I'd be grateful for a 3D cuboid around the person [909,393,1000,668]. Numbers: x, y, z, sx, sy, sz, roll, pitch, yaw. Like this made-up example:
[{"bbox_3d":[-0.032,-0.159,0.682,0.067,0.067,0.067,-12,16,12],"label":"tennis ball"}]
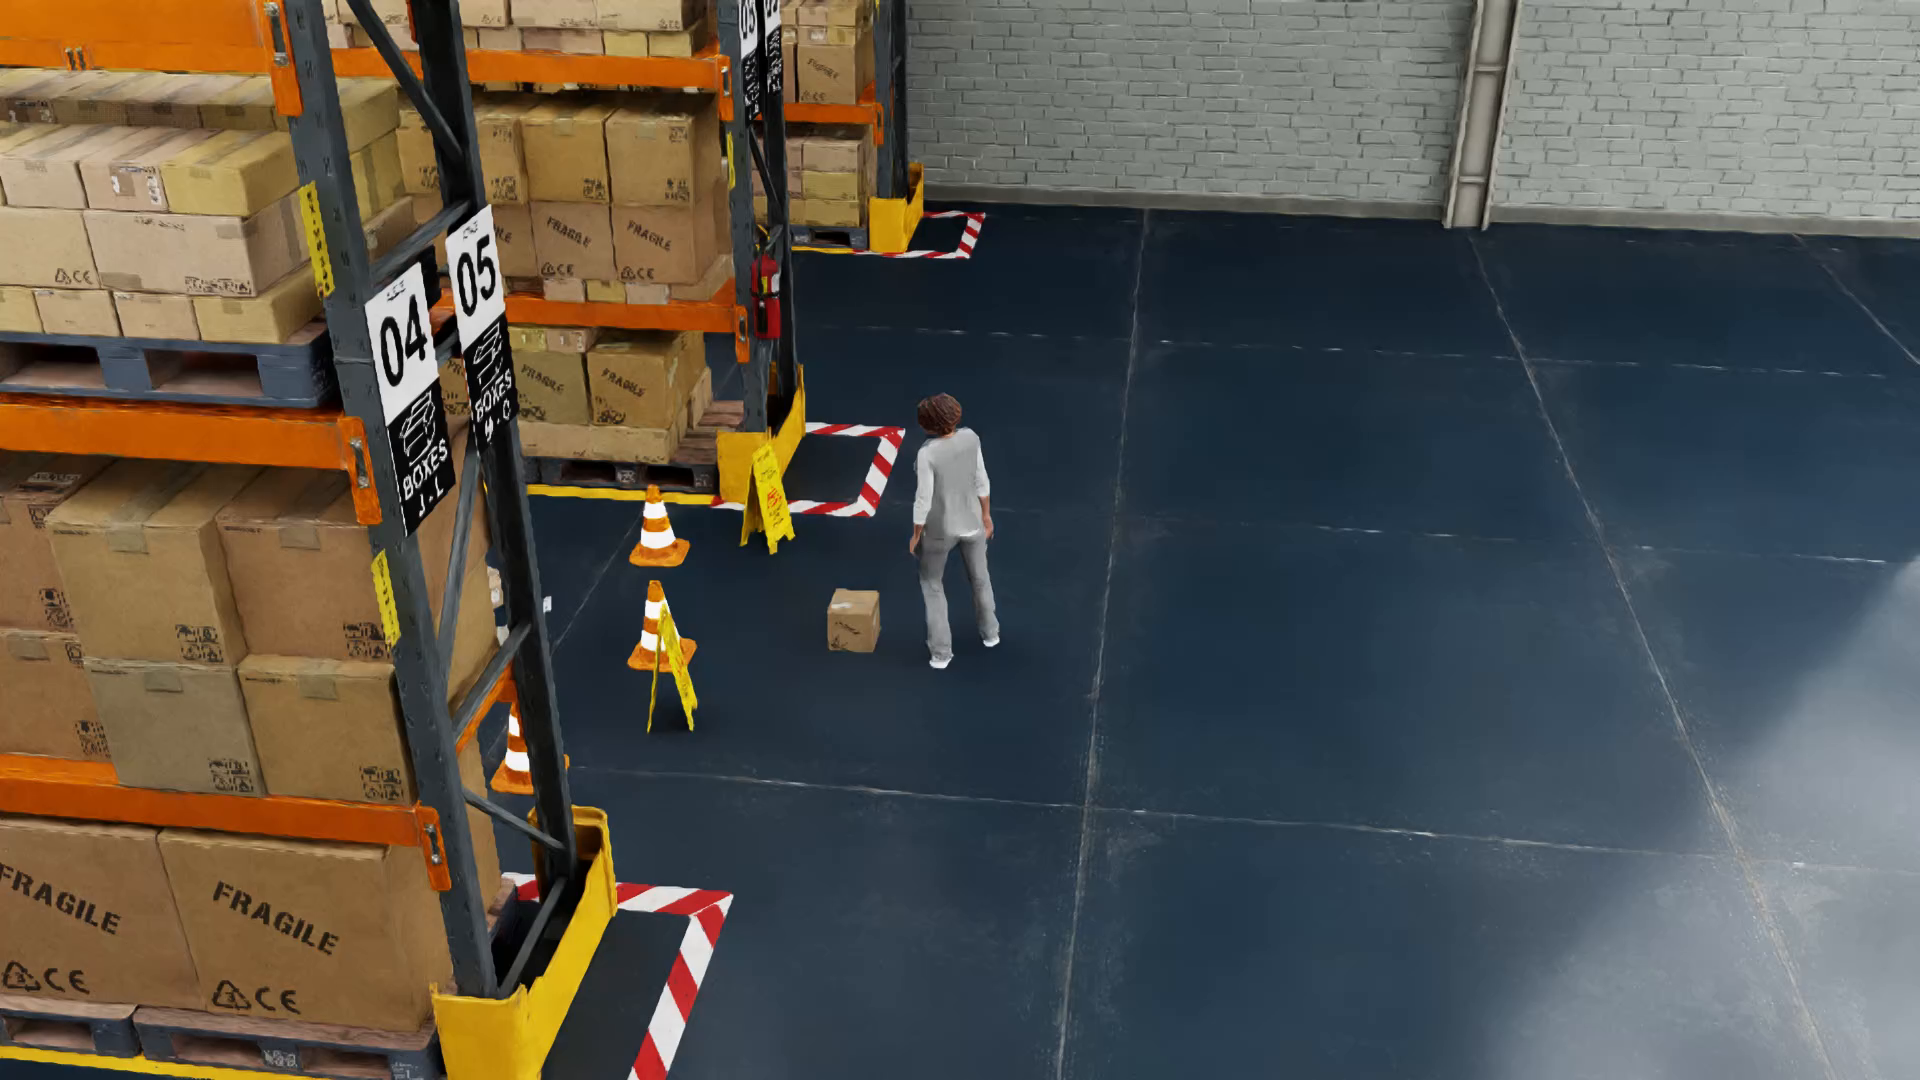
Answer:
[{"bbox_3d":[-0.003,-0.073,8.782,0.573,1.594,0.375,-14,32,-24],"label":"person"}]
